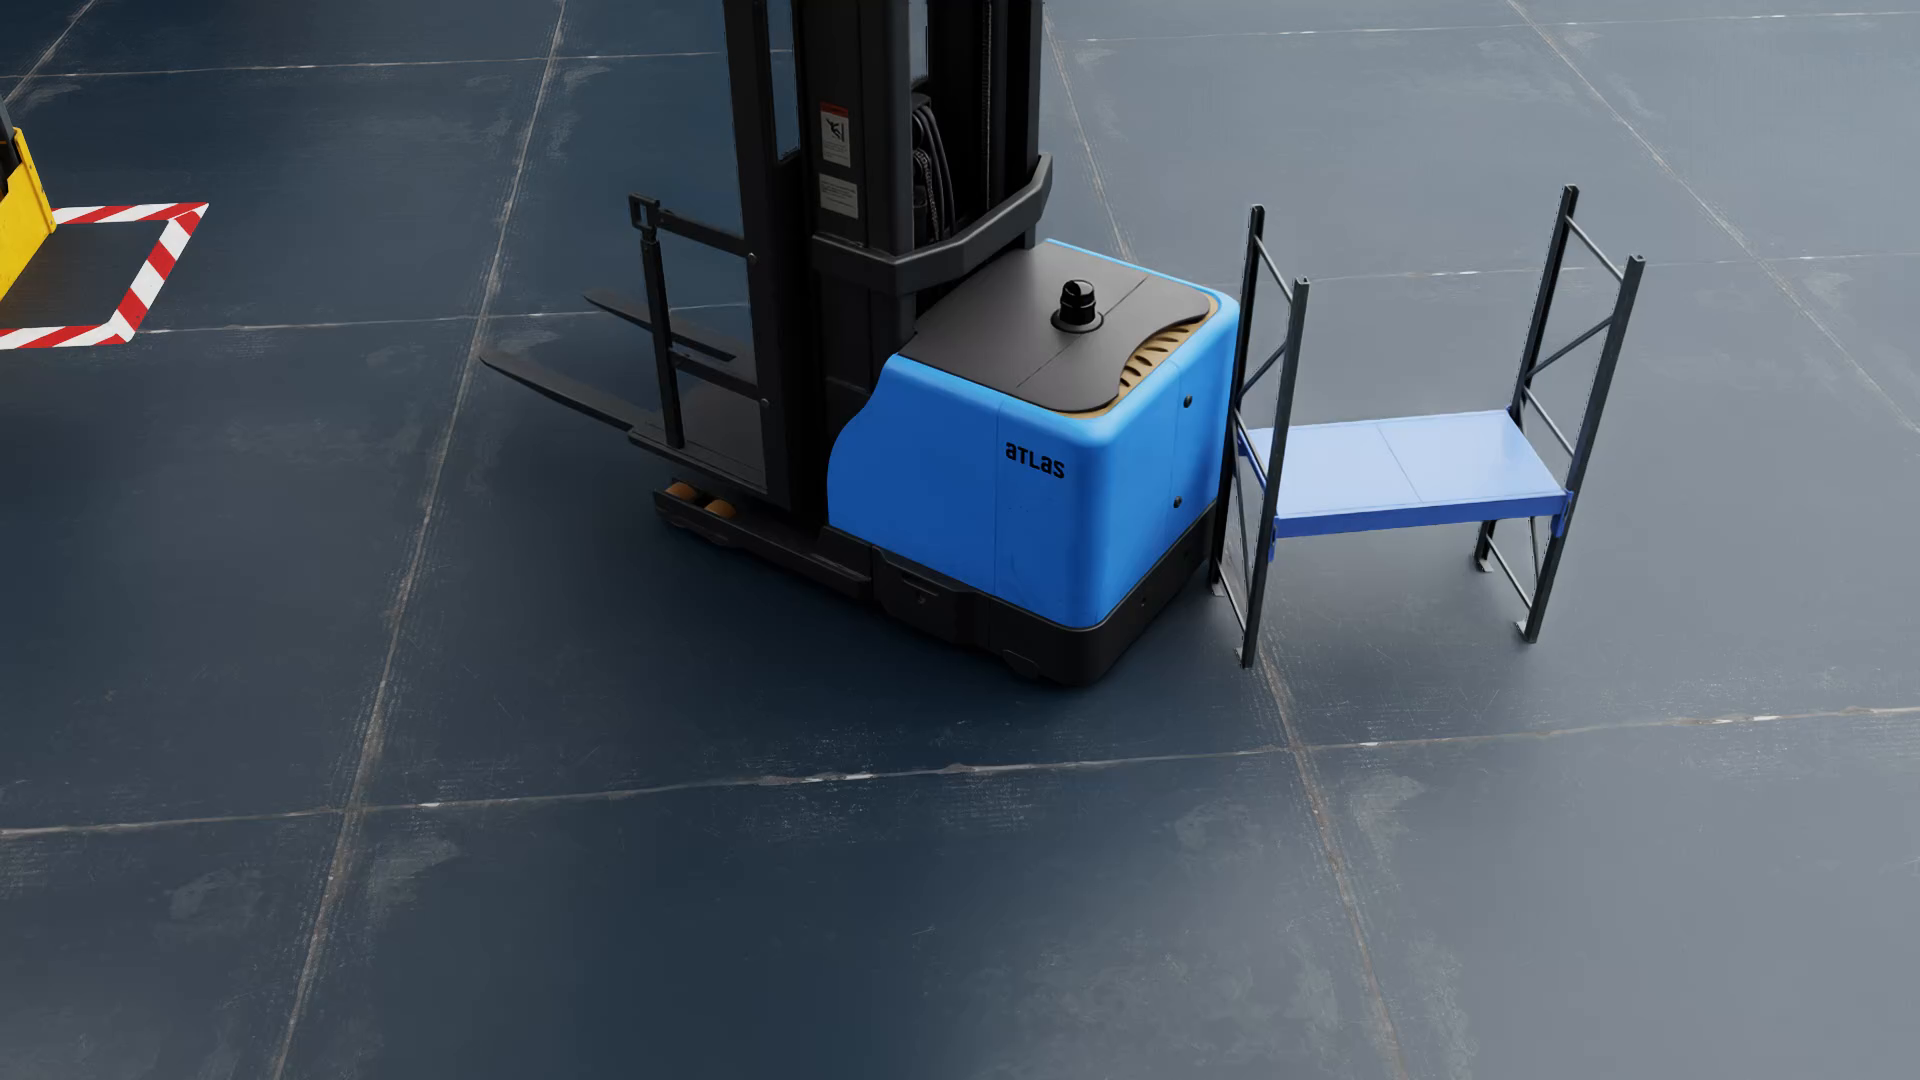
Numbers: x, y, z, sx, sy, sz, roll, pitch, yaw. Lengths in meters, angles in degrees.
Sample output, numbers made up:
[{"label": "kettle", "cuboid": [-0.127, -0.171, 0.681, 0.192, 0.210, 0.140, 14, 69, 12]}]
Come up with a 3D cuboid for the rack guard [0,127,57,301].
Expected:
[{"label": "rack guard", "cuboid": [-4.585, -1.408, 7.631, 0.348, 0.500, 1.175, -3, 38, -4]}]

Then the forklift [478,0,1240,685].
[{"label": "forklift", "cuboid": [-0.547, -1.380, 5.633, 3.031, 2.935, 1.130, 23, 44, 26]}]

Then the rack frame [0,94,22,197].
[{"label": "rack frame", "cuboid": [-4.514, -2.423, 6.899, 0.127, 3.000, 1.000, -3, 38, -4]}]

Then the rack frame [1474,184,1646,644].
[{"label": "rack frame", "cuboid": [1.960, -0.382, 5.523, 0.032, 1.500, 0.500, -5, 39, -6]}]

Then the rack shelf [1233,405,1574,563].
[{"label": "rack shelf", "cuboid": [1.456, -0.198, 5.581, 1.000, 0.185, 0.538, -5, 39, -6]}]

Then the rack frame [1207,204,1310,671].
[{"label": "rack frame", "cuboid": [0.953, -0.297, 5.415, 0.032, 1.500, 0.500, -5, 39, -6]}]

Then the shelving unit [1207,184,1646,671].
[{"label": "shelving unit", "cuboid": [1.456, -0.339, 5.469, 1.048, 1.500, 0.538, -5, 39, -6]}]
